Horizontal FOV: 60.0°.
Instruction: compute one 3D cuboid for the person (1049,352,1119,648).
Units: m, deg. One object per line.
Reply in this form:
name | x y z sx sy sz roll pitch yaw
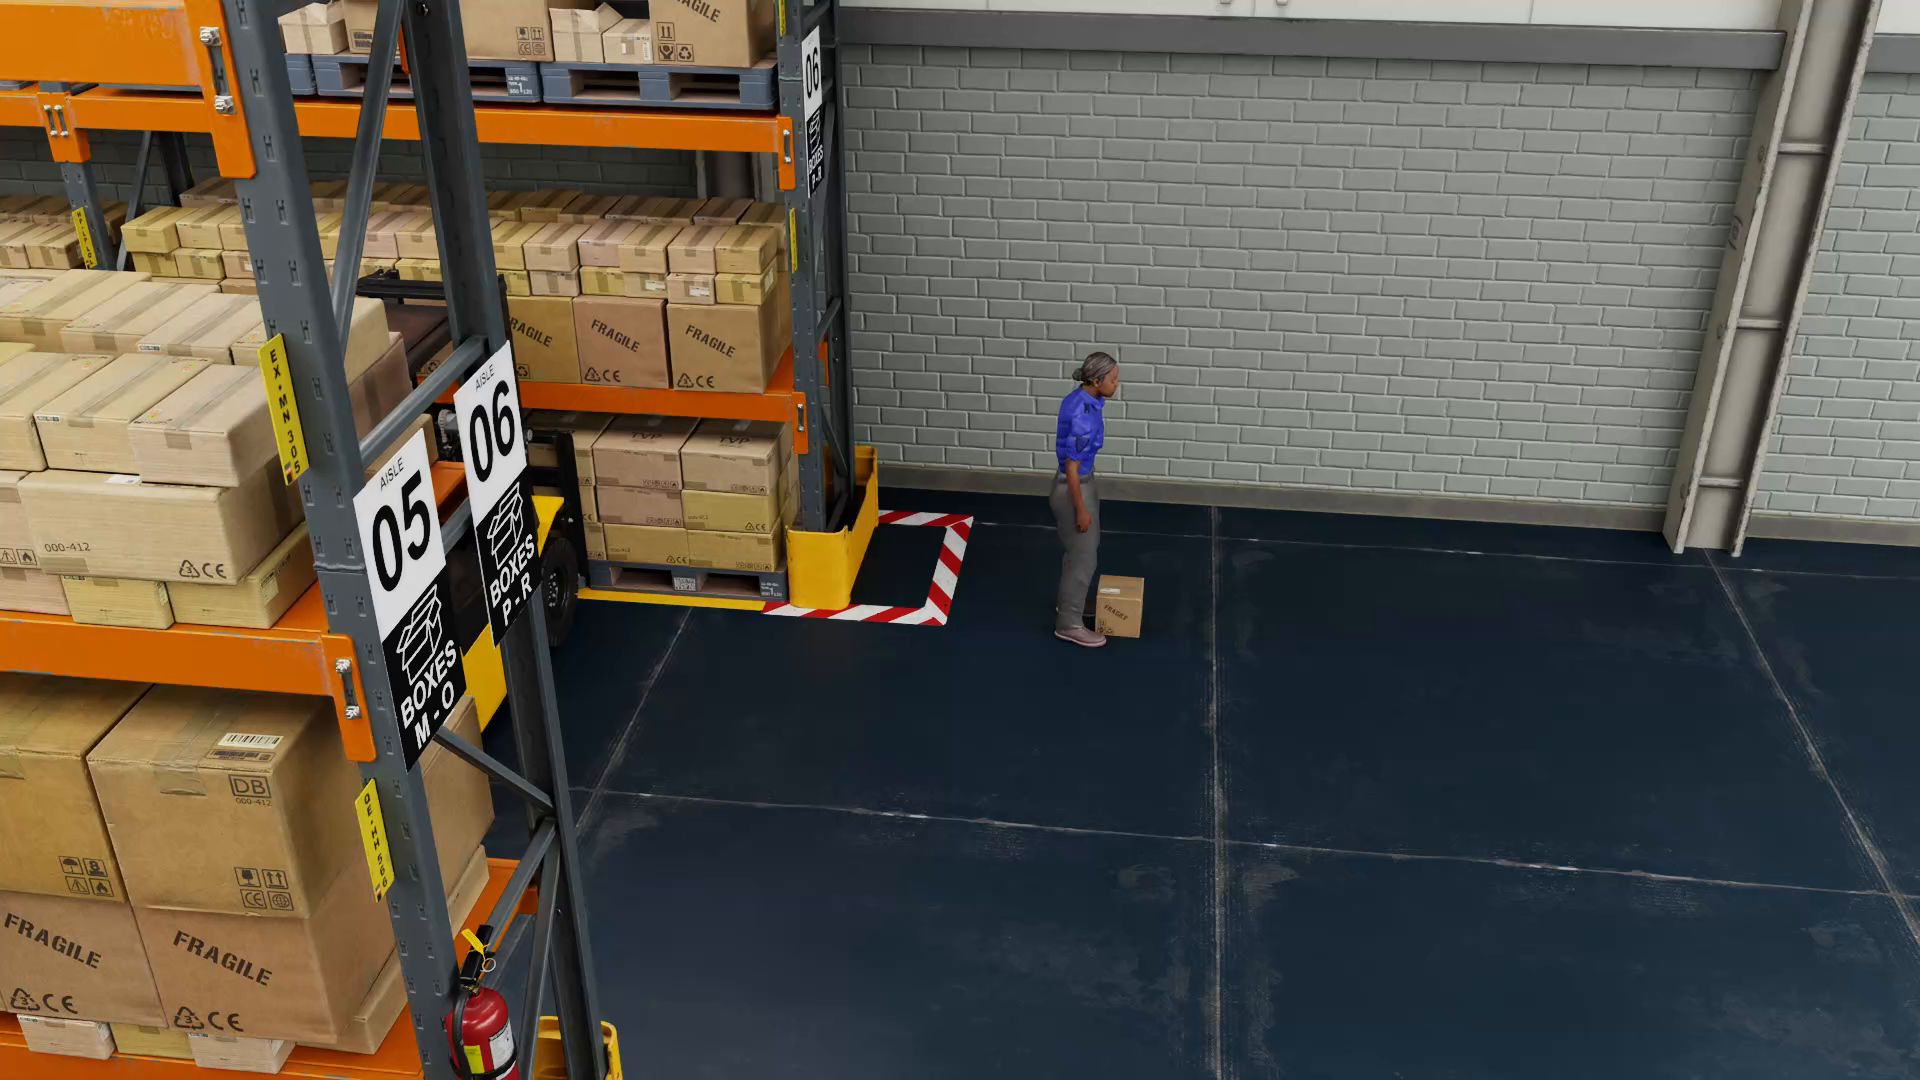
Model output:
person | 0.666 -0.248 9.084 0.349 1.654 0.503 3 29 6
